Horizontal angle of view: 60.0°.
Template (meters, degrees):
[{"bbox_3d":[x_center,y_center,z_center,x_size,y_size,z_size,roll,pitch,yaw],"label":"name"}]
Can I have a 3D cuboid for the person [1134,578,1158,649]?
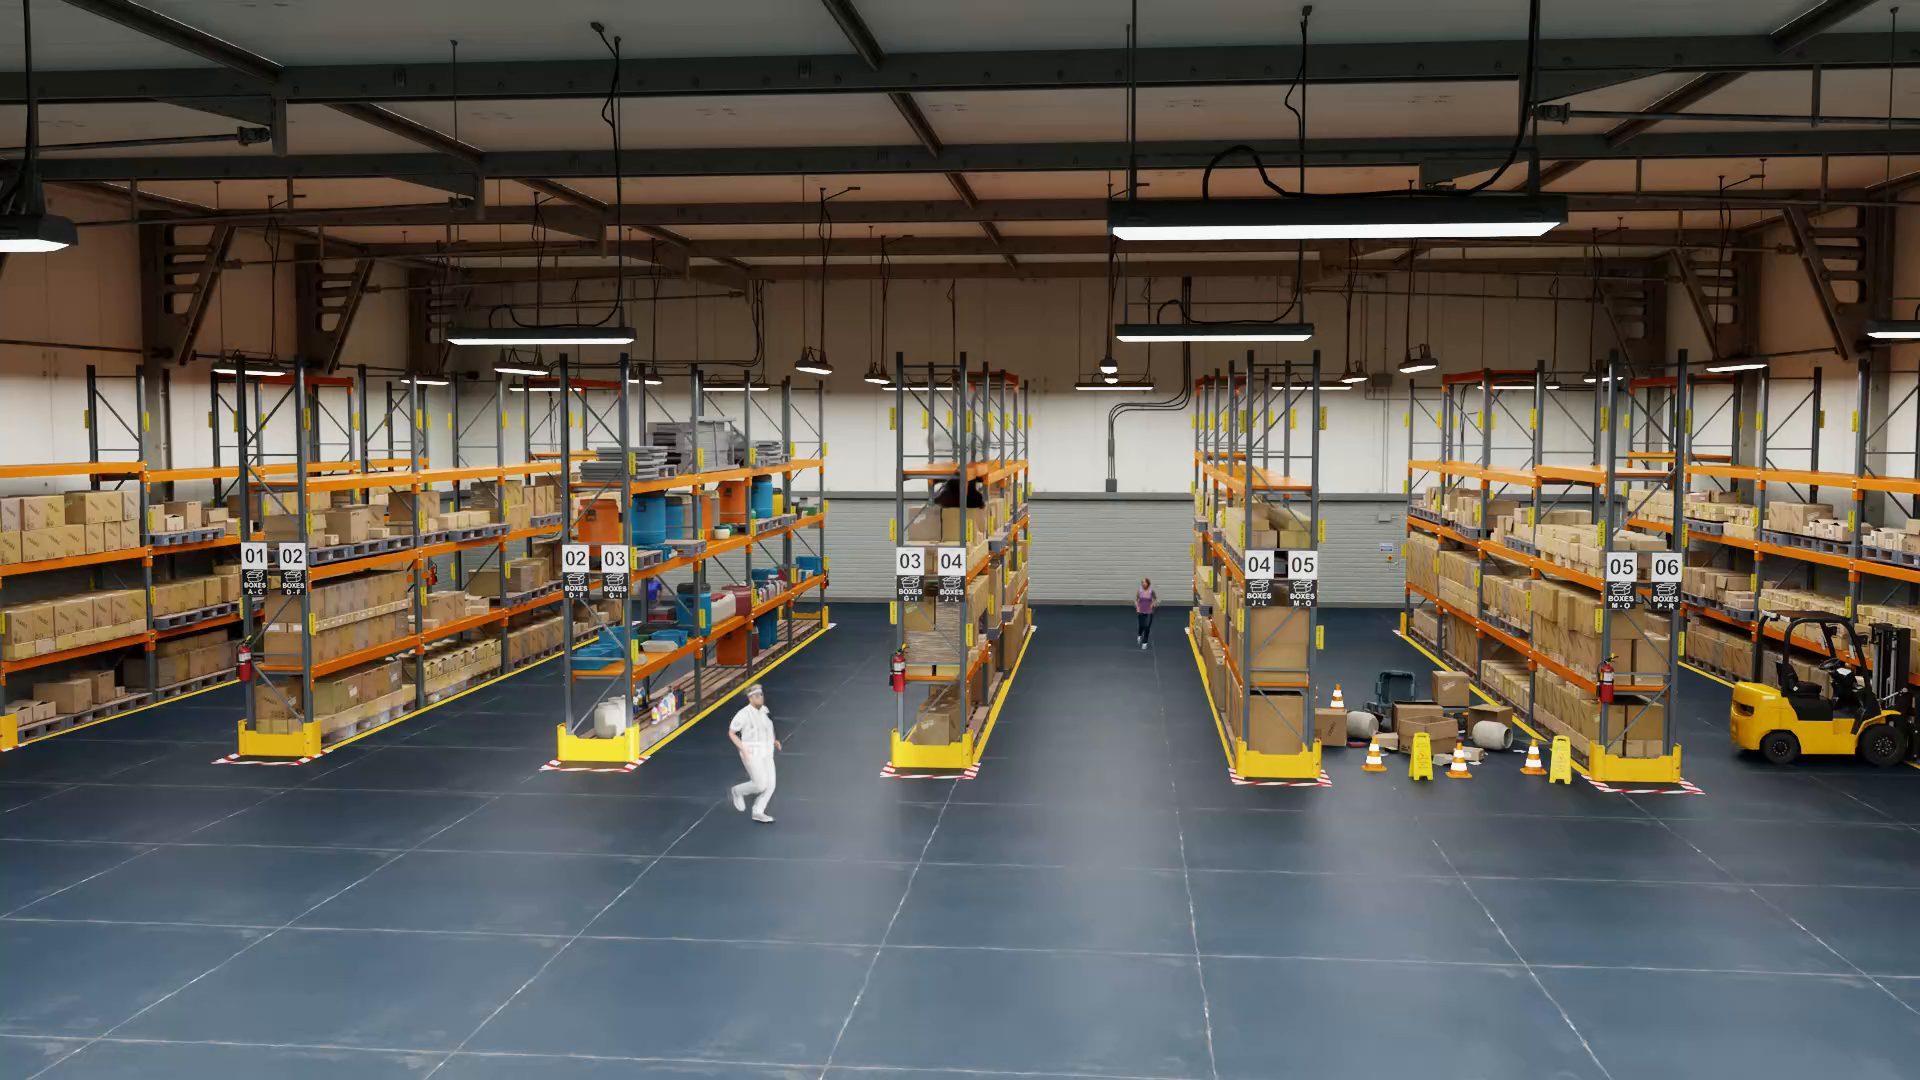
[{"bbox_3d":[4.105,1.623,36.723,0.525,1.565,0.562,1,4,7],"label":"person"}]

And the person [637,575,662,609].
[{"bbox_3d":[-7.007,1.524,37.538,0.549,1.721,0.767,0,4,-6],"label":"person"}]

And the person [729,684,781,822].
[{"bbox_3d":[-2.551,2.663,20.857,0.592,1.726,0.679,3,5,37],"label":"person"}]
